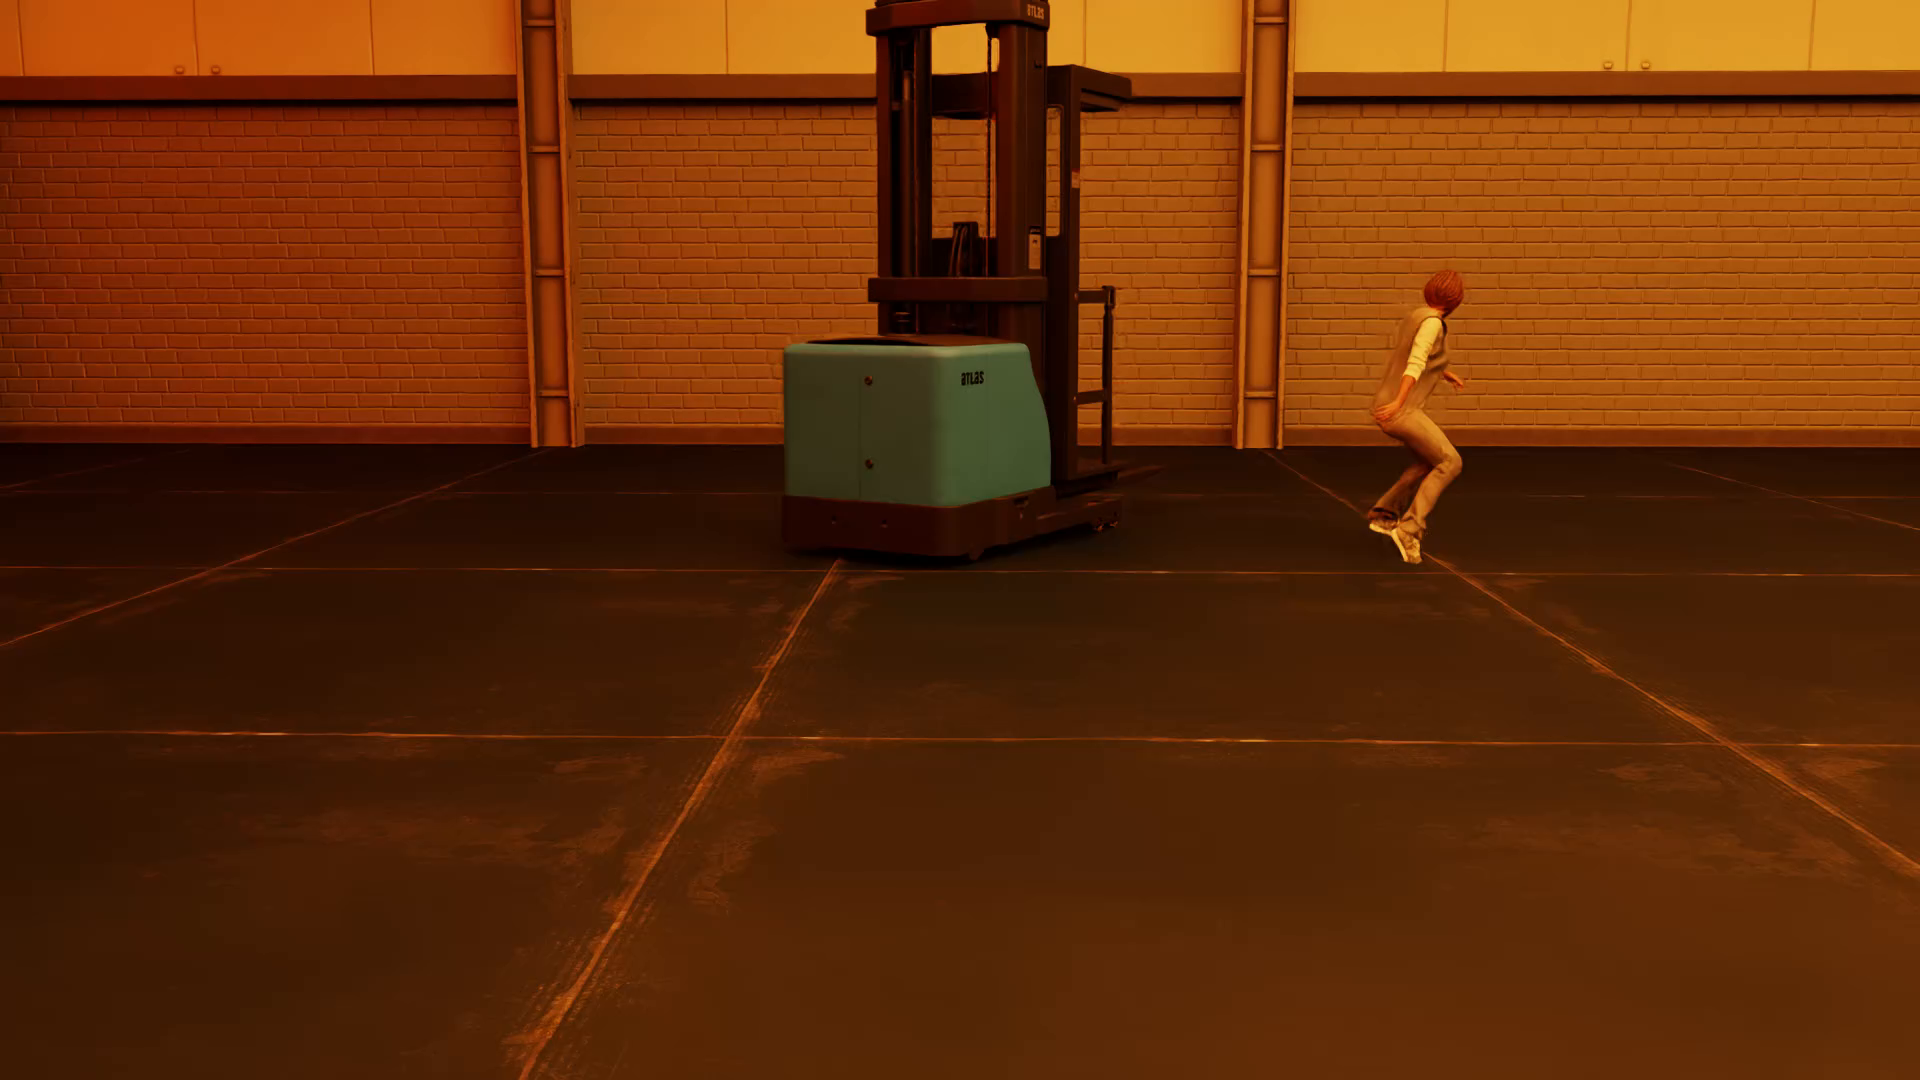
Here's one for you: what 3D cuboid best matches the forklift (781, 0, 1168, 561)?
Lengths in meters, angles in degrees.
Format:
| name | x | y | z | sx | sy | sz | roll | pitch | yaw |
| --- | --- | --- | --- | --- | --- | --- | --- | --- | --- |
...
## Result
| name | x | y | z | sx | sy | sz | roll | pitch | yaw |
| --- | --- | --- | --- | --- | --- | --- | --- | --- | --- |
| forklift | 0.270 | -1.528 | 9.299 | 1.130 | 2.935 | 3.031 | 5 | 10 | 30 |

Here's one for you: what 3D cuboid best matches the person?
| name | x | y | z | sx | sy | sz | roll | pitch | yaw |
| --- | --- | --- | --- | --- | --- | --- | --- | --- | --- |
| person | 2.348 | -0.616 | 8.488 | 0.503 | 1.508 | 0.888 | 2 | 9 | 12 |
